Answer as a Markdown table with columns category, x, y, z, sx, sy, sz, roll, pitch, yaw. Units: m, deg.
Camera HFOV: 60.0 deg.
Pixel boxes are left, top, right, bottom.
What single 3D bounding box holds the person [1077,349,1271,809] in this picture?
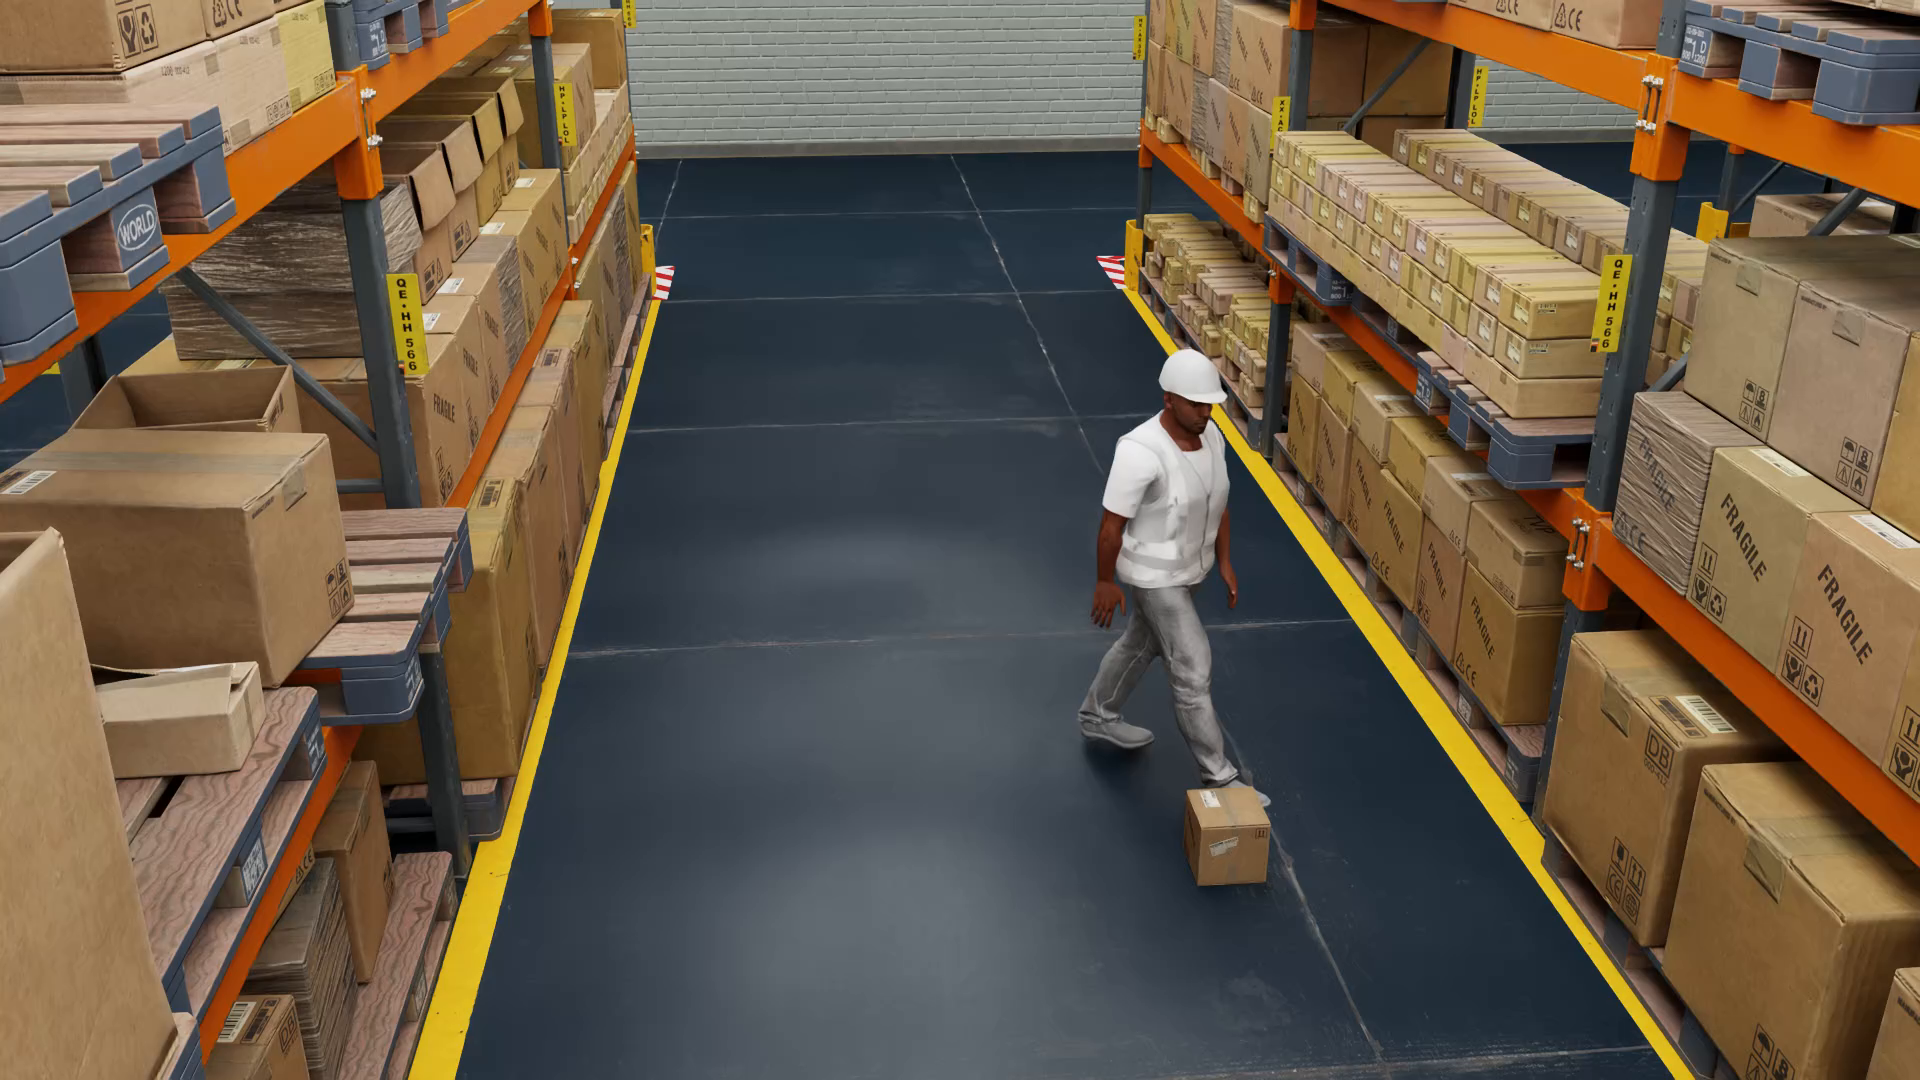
| category | x | y | z | sx | sy | sz | roll | pitch | yaw |
| --- | --- | --- | --- | --- | --- | --- | --- | --- | --- |
| person | 0.870 | 0.124 | 6.242 | 0.961 | 1.718 | 0.565 | 16 | 28 | 32 |
